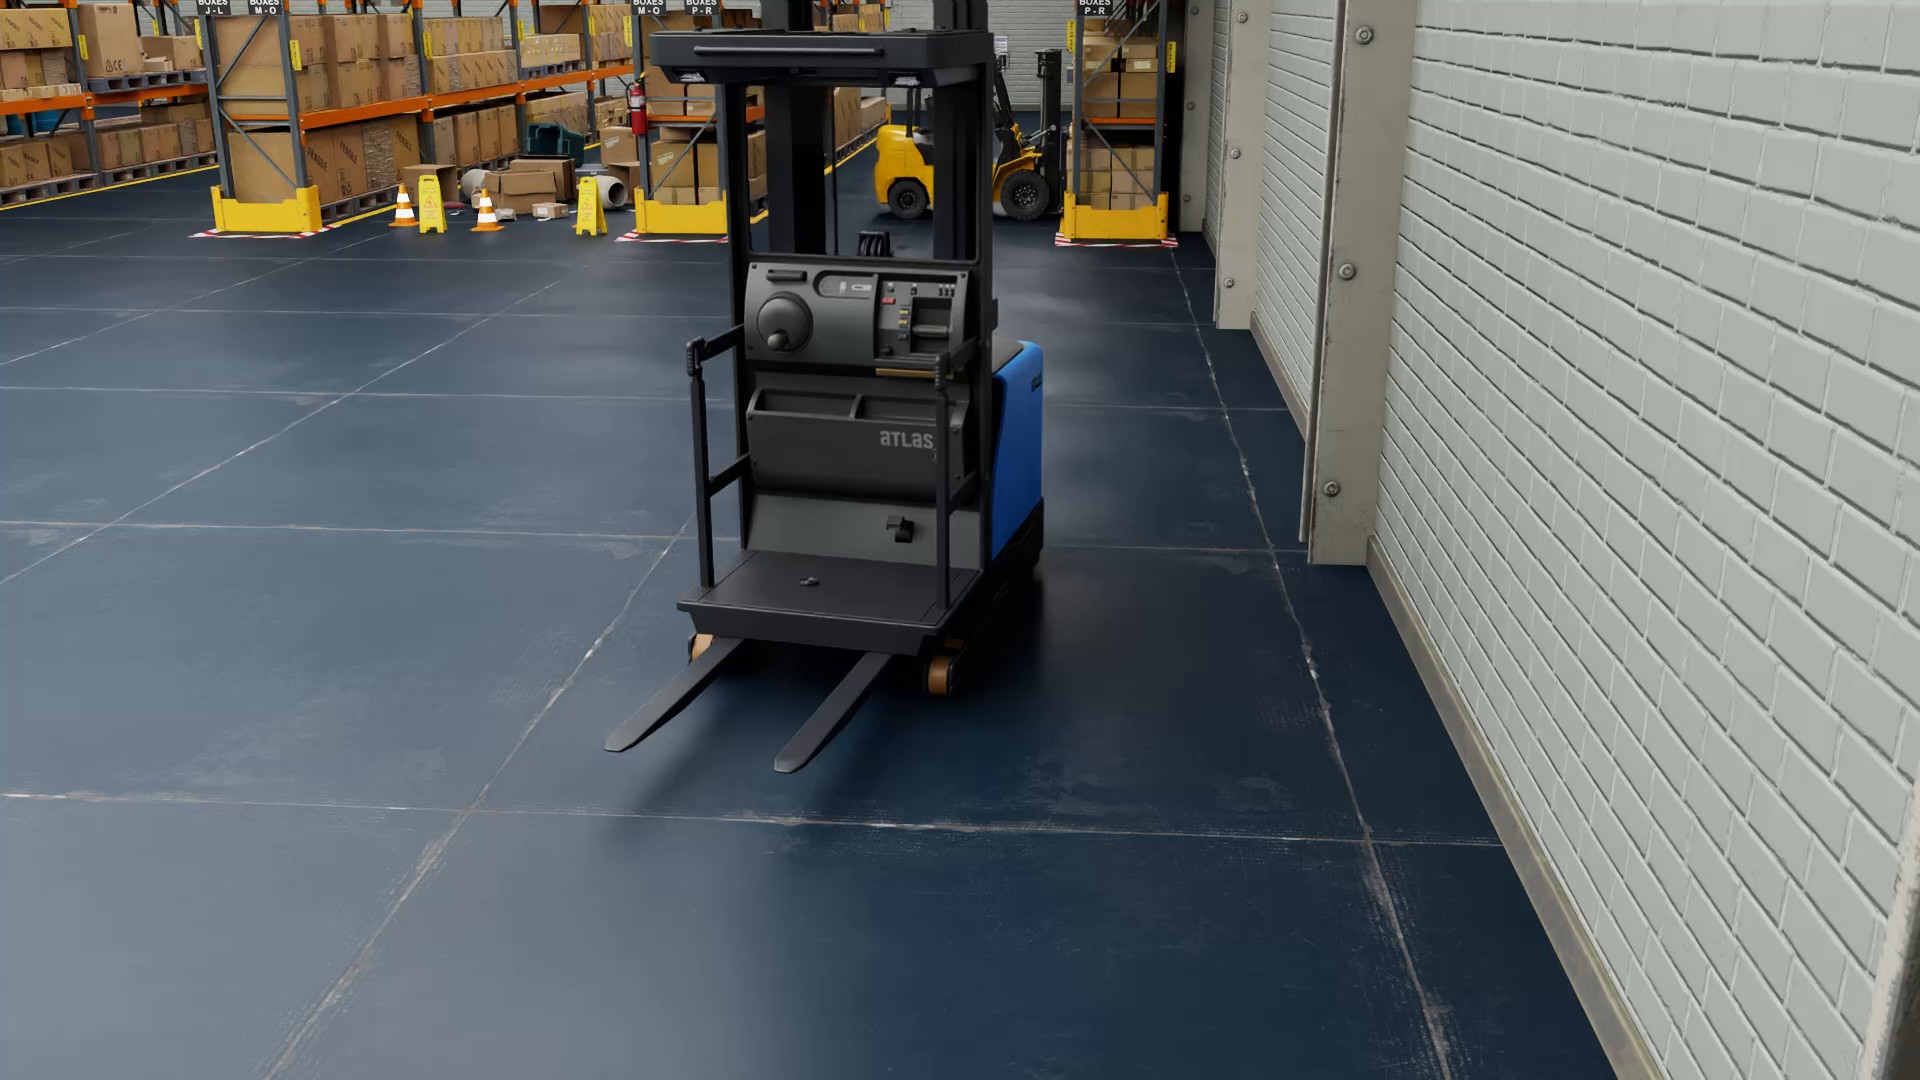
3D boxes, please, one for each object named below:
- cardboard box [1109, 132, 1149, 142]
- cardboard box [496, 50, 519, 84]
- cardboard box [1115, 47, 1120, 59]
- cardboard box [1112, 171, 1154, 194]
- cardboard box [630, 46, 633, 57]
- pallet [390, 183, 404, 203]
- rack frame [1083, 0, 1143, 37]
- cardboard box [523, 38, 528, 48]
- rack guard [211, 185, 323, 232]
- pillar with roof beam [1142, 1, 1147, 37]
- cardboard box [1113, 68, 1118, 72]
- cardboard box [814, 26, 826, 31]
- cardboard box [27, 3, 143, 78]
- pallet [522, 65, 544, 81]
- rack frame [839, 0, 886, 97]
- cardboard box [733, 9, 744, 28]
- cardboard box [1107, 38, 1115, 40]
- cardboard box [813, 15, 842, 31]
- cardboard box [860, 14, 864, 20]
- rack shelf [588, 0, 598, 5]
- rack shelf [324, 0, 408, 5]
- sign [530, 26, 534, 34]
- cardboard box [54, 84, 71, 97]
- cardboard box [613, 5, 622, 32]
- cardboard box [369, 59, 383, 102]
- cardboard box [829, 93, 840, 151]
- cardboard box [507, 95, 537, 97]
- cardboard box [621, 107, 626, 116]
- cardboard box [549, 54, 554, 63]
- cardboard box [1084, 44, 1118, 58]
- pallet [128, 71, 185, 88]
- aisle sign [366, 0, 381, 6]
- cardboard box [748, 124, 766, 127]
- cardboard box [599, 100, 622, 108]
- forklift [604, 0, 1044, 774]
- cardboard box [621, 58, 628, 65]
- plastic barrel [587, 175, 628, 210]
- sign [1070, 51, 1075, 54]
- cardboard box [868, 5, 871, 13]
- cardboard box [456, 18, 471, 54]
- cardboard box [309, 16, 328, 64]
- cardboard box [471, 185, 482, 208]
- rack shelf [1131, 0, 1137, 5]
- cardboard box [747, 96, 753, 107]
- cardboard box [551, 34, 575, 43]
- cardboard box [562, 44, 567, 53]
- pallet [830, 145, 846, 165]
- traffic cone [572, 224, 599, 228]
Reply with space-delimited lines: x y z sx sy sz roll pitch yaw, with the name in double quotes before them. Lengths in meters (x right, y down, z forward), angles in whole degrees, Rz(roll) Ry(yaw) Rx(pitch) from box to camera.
"cardboard box" 2.147 -5.037 21.114 0.500 0.250 0.500 1 18 4
"cardboard box" -7.313 -7.473 26.253 0.500 0.500 0.500 1 18 4
"cardboard box" 2.299 -6.601 22.548 0.380 0.149 0.250 1 18 3
"cardboard box" 2.014 -4.170 19.271 0.500 0.250 0.500 2 18 5
"cardboard box" -6.793 -9.940 33.303 0.500 0.500 0.500 1 18 3
"pallet" -7.968 -4.770 22.641 1.003 0.211 1.213 1 18 4
"rack frame" 2.347 -7.383 26.138 1.000 3.000 0.127 1 18 4
"cardboard box" -7.306 -8.157 27.275 0.380 0.149 0.250 1 18 2
"rack guard" -8.124 -3.892 19.498 1.175 0.500 0.348 1 18 4
"pillar with roof beam" -0.281 -13.632 35.574 9.100 9.000 0.400 1 18 4
"cardboard box" 1.593 -5.266 19.515 0.500 0.500 0.500 2 18 6
"cardboard box" -2.360 -7.734 25.895 0.500 0.500 0.500 1 18 2
"cardboard box" -12.579 -7.200 23.941 1.000 1.000 1.000 1 18 4
"pallet" -7.604 -7.704 27.426 1.213 0.211 1.003 1 18 4
"rack frame" -2.031 -9.977 34.055 1.000 3.000 0.127 1 18 4
"cardboard box" -3.197 -6.624 21.579 0.700 0.500 0.500 1 18 4
"cardboard box" 1.803 -6.383 21.405 0.380 0.149 0.250 1 18 3
"cardboard box" -2.247 -8.478 27.712 0.500 0.500 0.500 2 18 5
"cardboard box" -2.042 -9.400 30.527 0.500 0.500 0.500 1 18 4
"rack shelf" -7.119 -10.519 32.046 1.077 0.370 4.000 1 18 4
"rack shelf" -12.059 -10.661 32.480 1.077 0.370 4.000 1 18 4
"sign" -7.804 -9.235 30.400 0.100 0.325 0.005 1 18 4
"cardboard box" -12.525 -6.201 22.935 0.380 0.149 0.250 1 18 4
"cardboard box" -6.859 -10.089 32.153 0.500 0.500 0.500 1 18 2
"cardboard box" -8.023 -5.950 21.522 0.875 0.550 0.550 1 18 4
"cardboard box" -2.472 -6.895 27.387 0.875 0.875 0.875 1 18 3
"cardboard box" -7.655 -7.635 29.042 0.500 0.250 0.500 2 18 6
"cardboard box" -6.825 -8.471 32.883 0.380 0.149 0.250 2 18 7
"cardboard box" -7.202 -8.279 28.601 0.380 0.149 0.250 1 18 2
"cardboard box" 1.589 -5.512 18.746 0.380 0.149 0.250 1 18 4
"pallet" -12.590 -7.007 25.298 1.003 0.211 1.213 1 18 4
"aisle sign" -12.209 -11.463 34.414 0.394 0.787 0.004 1 18 4
"cardboard box" -2.666 -5.310 22.348 0.500 0.500 0.500 1 18 3
"cardboard box" -6.903 -8.611 32.833 0.380 0.149 0.250 1 18 2
"forklift" -0.474 -0.908 6.487 1.130 2.935 3.031 5 19 14
"cardboard box" -6.818 -9.514 33.044 0.380 0.149 0.250 0 18 1
"plastic barrel" -4.540 -4.459 21.352 0.512 0.421 0.421 17 25 41
"sign" 1.518 -6.662 22.206 0.100 0.325 0.005 1 18 4
"cardboard box" -1.908 -10.131 31.715 0.380 0.149 0.250 1 18 4
"cardboard box" -7.697 -7.480 24.667 0.700 0.500 0.500 1 18 3
"cardboard box" -8.110 -5.959 19.816 0.875 0.550 0.550 1 18 4
"cardboard box" -6.122 -4.455 21.594 0.396 0.266 0.258 4 19 13
"rack shelf" 2.490 -9.088 27.678 1.077 0.370 4.000 1 18 4
"cardboard box" -2.787 -5.472 20.710 0.380 0.149 0.250 1 18 2
"cardboard box" -7.115 -8.965 29.738 0.380 0.149 0.250 1 18 2
"cardboard box" -7.147 -8.664 29.298 0.380 0.149 0.250 1 18 2
"pallet" -2.473 -6.411 27.649 1.003 0.211 1.213 1 18 4
"traffic cone" -4.434 -3.965 19.780 0.336 0.463 0.334 1 18 4
